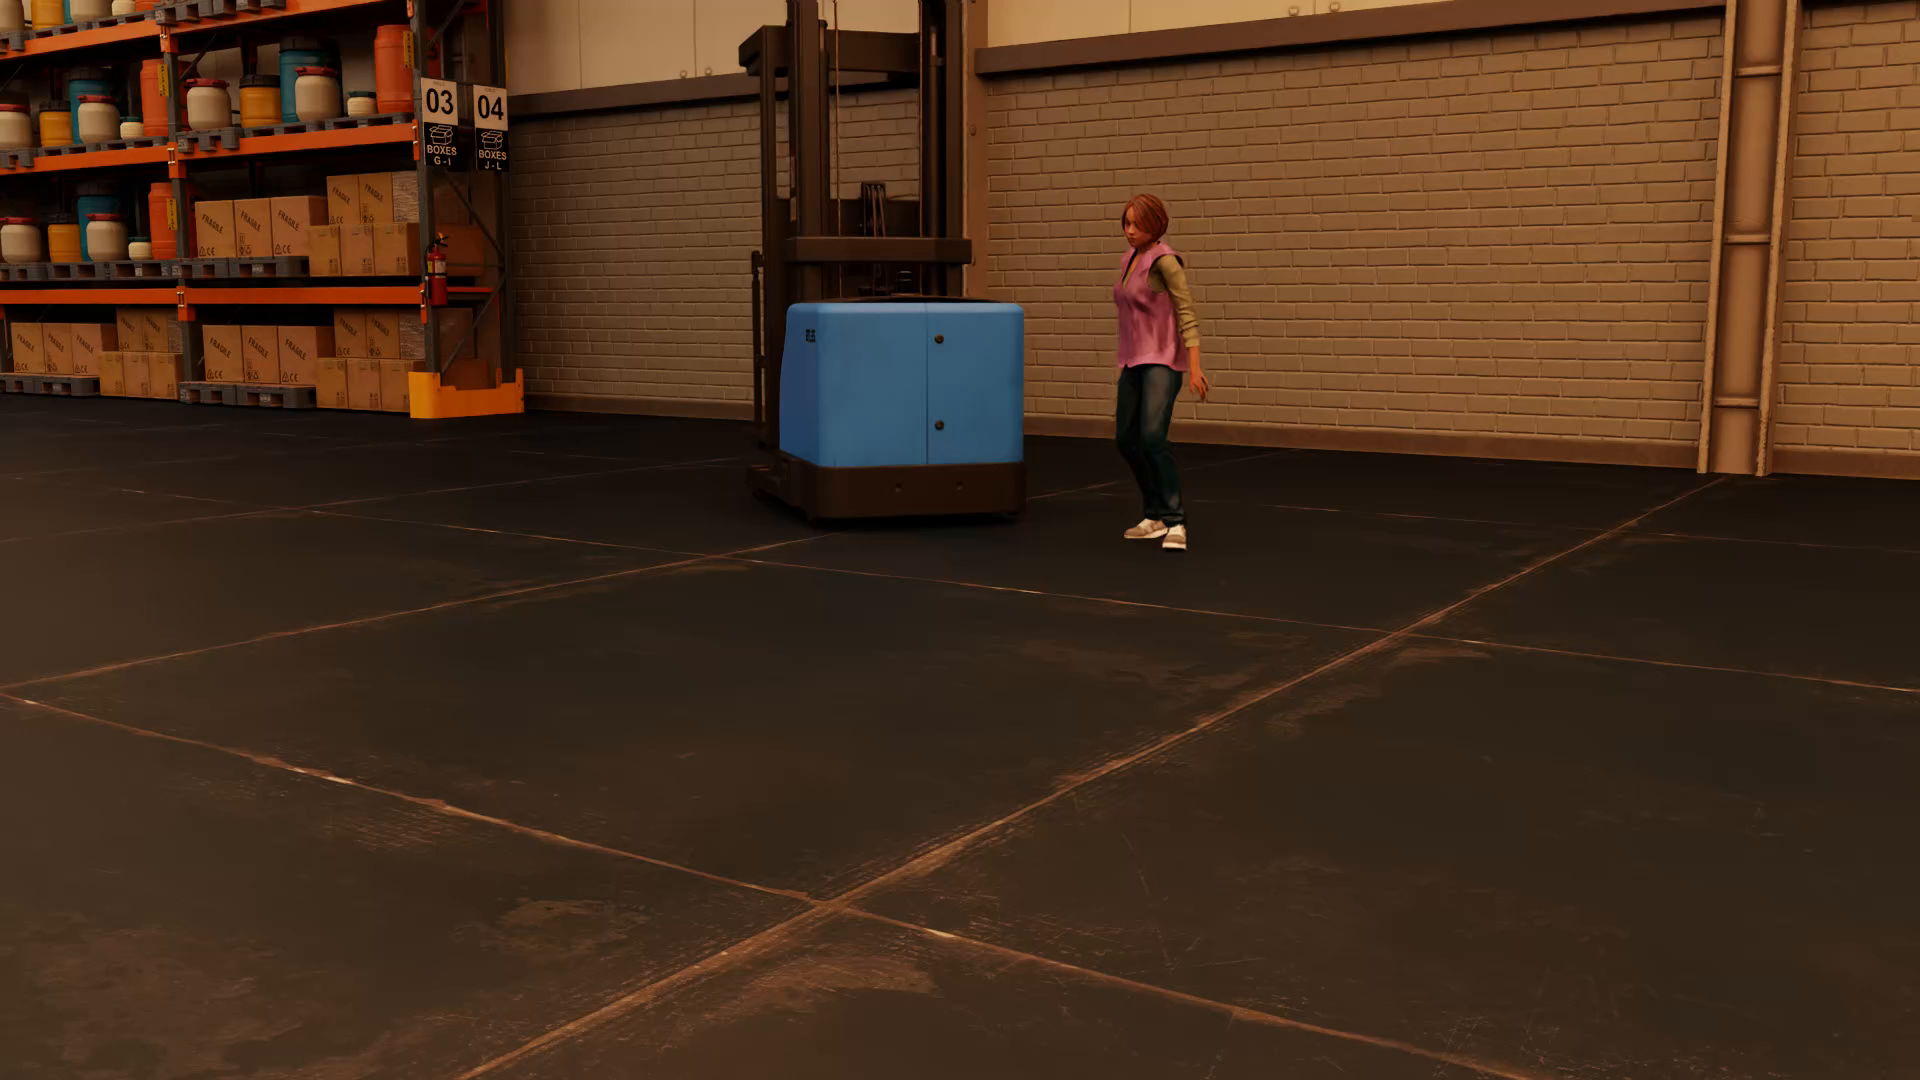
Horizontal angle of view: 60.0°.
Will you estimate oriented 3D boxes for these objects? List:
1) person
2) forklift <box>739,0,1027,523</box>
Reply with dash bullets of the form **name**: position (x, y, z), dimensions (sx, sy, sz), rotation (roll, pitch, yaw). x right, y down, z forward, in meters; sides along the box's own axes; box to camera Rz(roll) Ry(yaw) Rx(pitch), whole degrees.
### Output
- **person**: position (0.880, -0.749, 7.480), dimensions (0.402, 1.555, 0.740), rotation (-3, 9, -22)
- **forklift**: position (-0.592, -1.702, 9.164), dimensions (1.130, 2.935, 3.031), rotation (-2, 8, -17)
